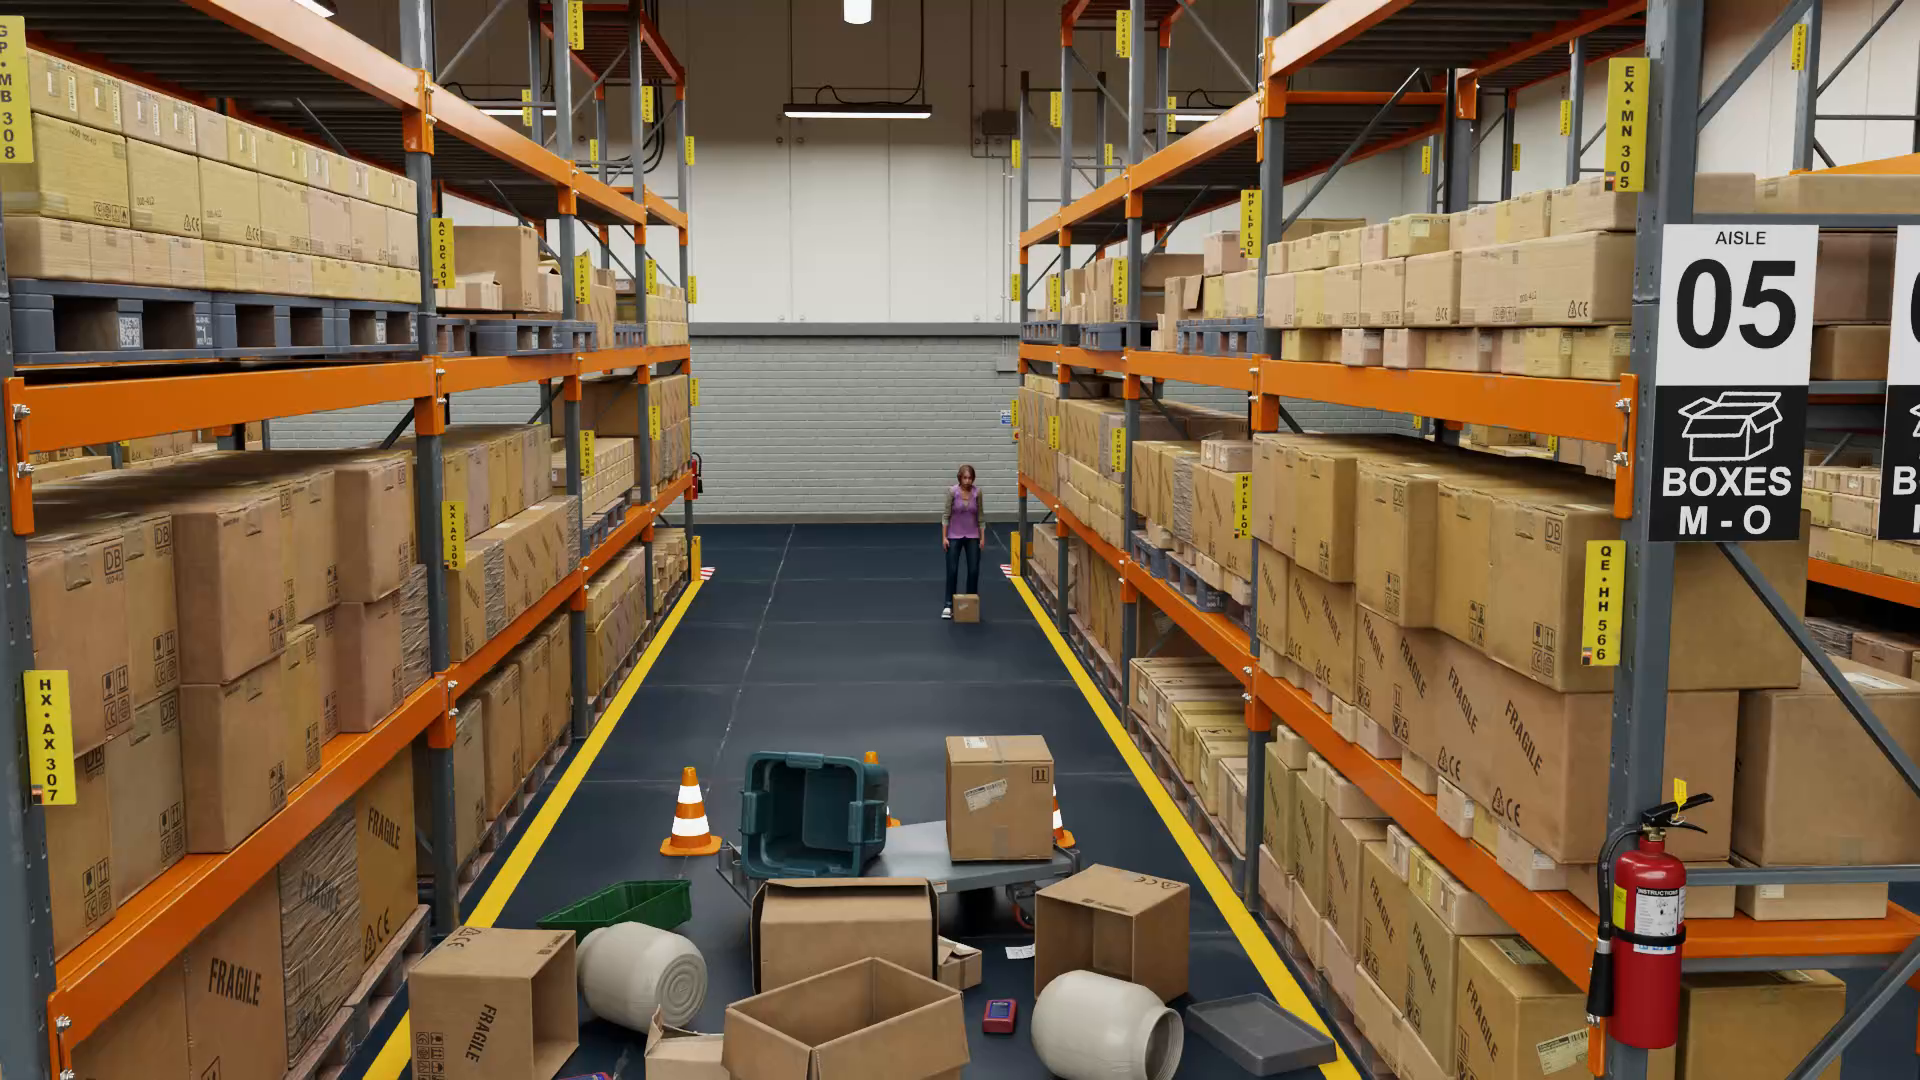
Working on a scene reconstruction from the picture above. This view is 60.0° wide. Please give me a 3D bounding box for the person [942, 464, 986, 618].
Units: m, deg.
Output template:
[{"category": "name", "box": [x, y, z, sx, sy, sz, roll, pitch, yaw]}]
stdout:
[{"category": "person", "box": [0.036, 0.014, 17.243, 0.473, 1.580, 0.349, -1, 7, -7]}]
